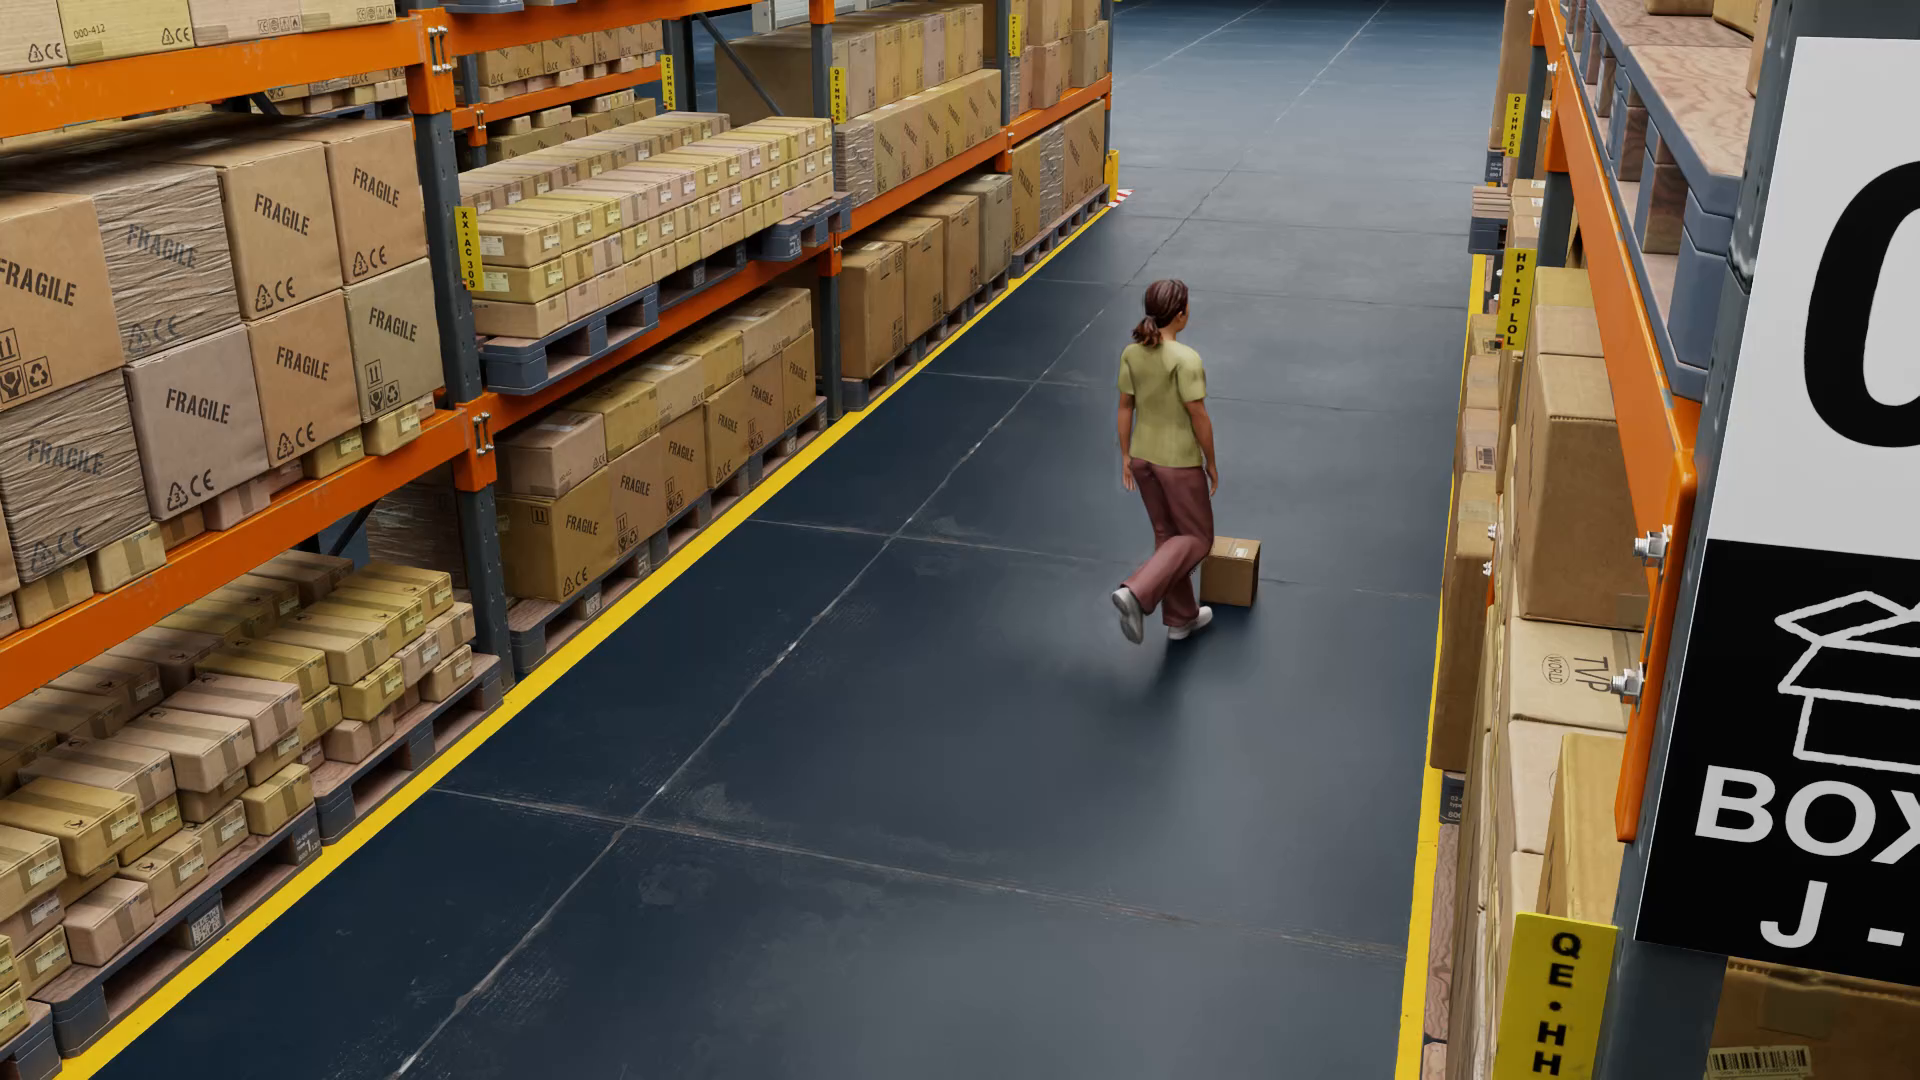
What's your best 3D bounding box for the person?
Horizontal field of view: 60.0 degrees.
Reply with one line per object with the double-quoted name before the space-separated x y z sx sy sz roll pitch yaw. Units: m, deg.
"person" 0.879 -0.323 7.367 0.678 1.658 0.491 -18 28 -37
